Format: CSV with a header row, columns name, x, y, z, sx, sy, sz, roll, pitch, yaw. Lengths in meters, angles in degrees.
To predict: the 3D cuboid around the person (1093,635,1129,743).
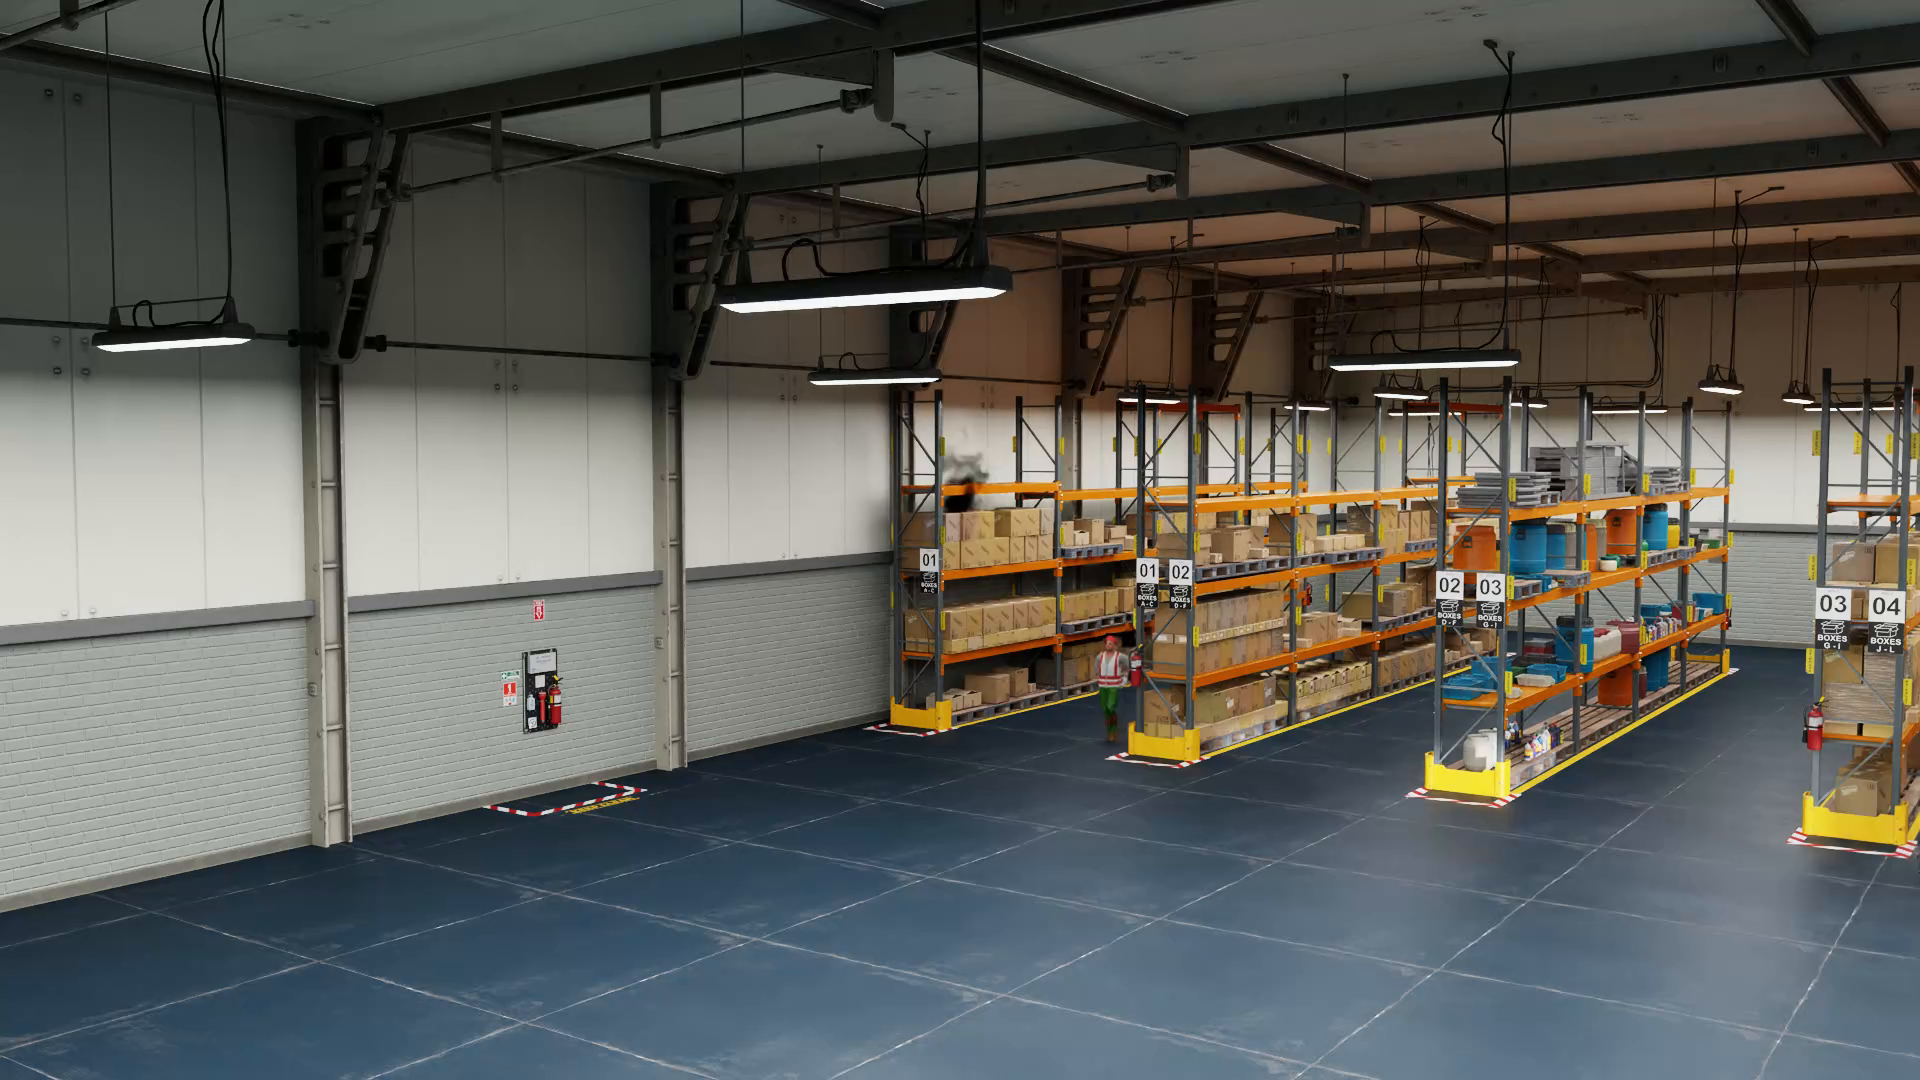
name,x,y,z,sx,sy,sz,roll,pitch,yaw
person,2.531,2.528,28.183,0.632,1.814,0.680,2,4,30
